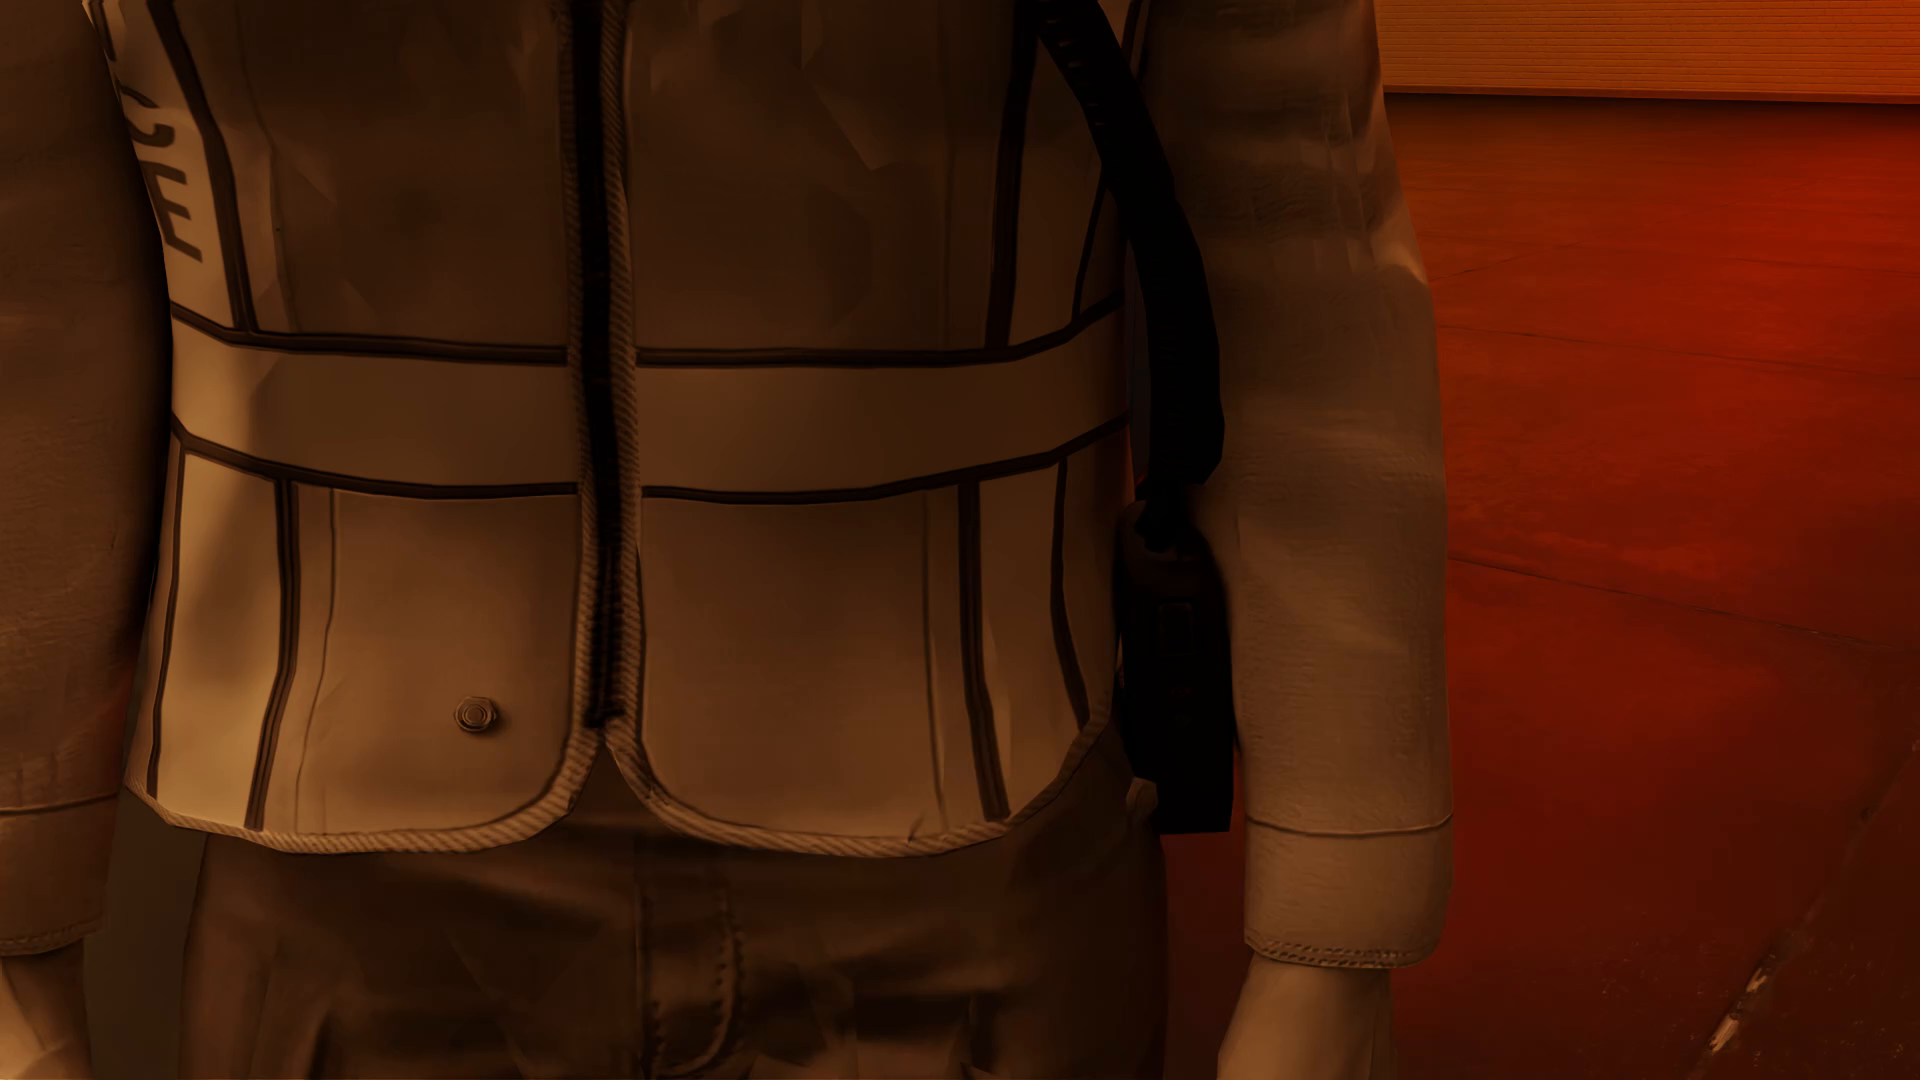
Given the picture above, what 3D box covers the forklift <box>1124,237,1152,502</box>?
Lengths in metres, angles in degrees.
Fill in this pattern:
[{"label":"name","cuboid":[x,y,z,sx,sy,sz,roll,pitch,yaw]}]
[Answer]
[{"label":"forklift","cuboid":[0.182,-1.571,4.072,1.130,2.935,3.031,5,18,17]}]
